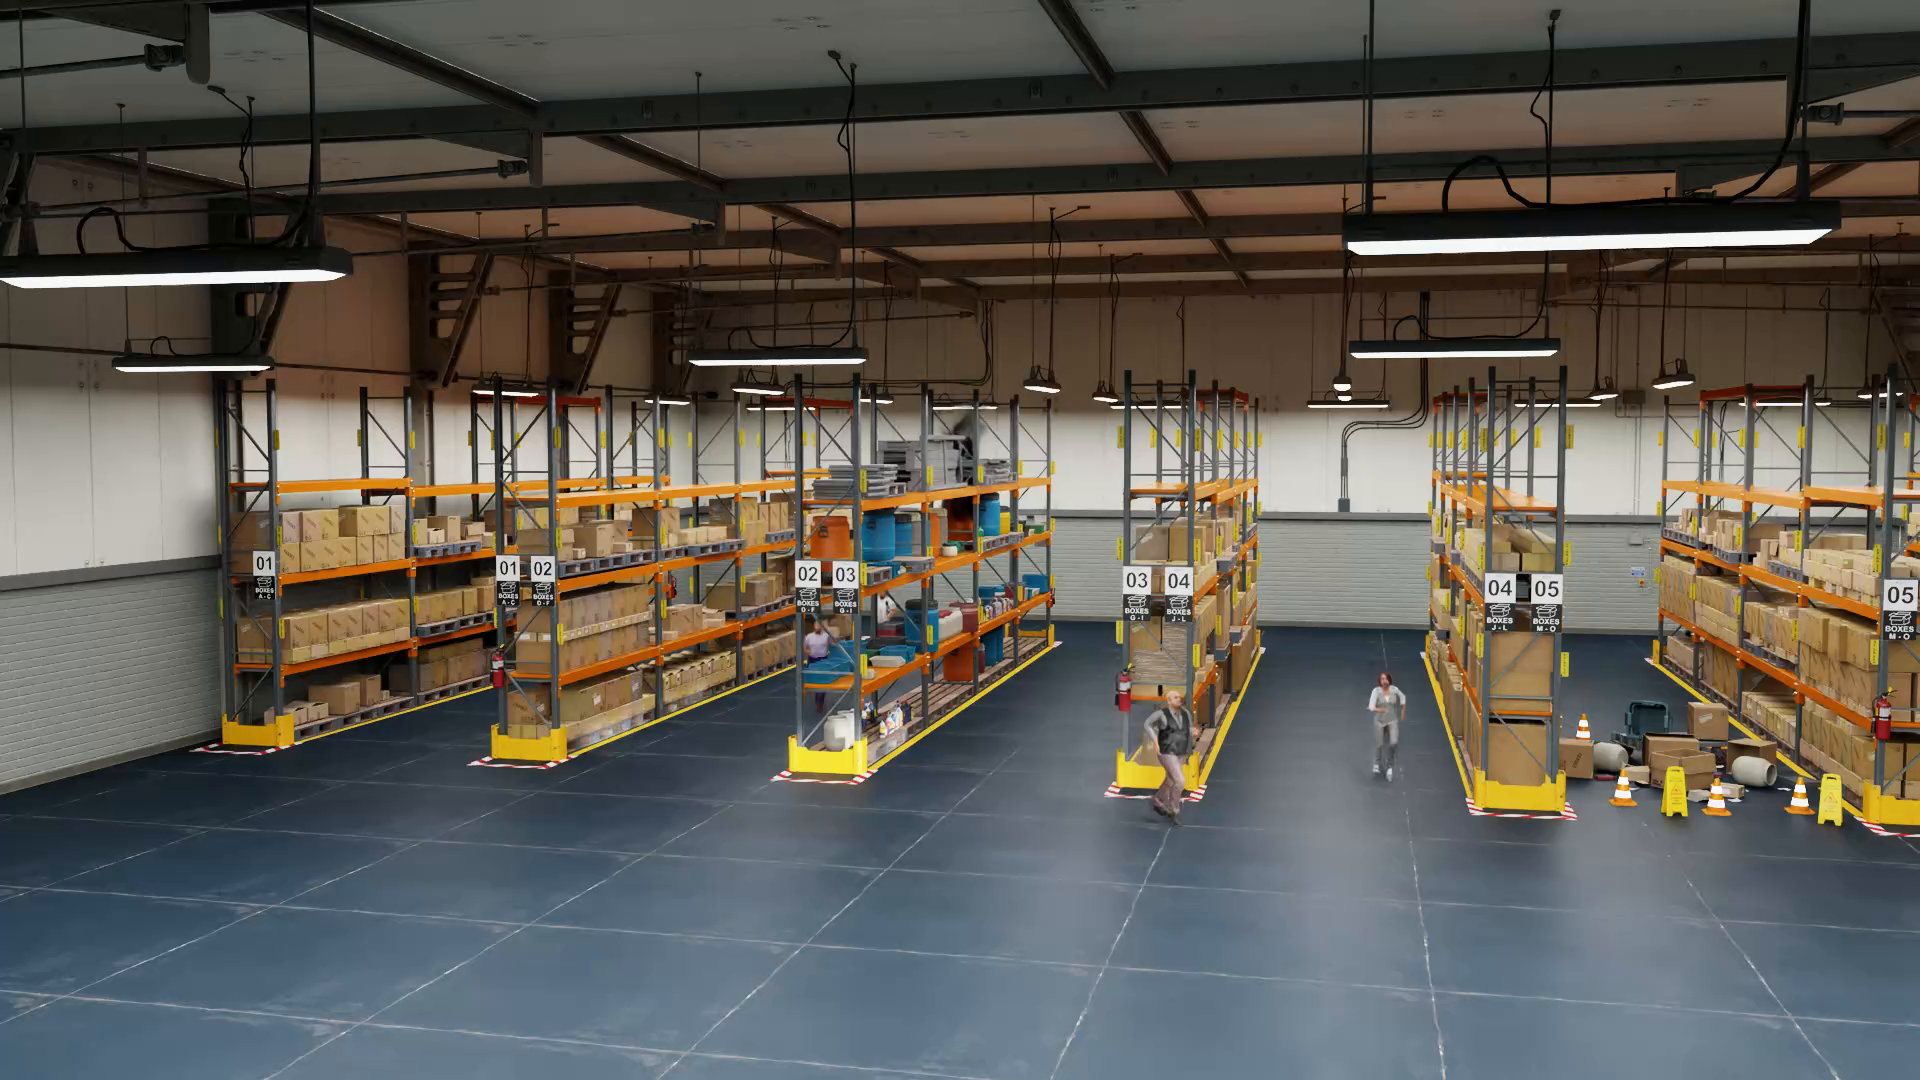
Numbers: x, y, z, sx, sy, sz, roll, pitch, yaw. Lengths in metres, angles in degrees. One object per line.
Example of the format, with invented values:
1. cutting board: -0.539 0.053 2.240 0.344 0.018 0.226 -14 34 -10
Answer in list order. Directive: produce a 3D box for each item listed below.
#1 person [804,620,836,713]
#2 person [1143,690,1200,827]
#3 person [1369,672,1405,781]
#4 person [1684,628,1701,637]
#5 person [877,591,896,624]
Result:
1. person: -2.584 2.273 30.367 0.606 1.643 0.925 0 3 2
2. person: 2.789 2.838 21.768 0.653 1.765 0.783 -2 4 -36
3. person: 6.291 2.730 24.518 0.546 1.592 0.815 1 3 9
4. person: 16.904 1.799 38.281 0.720 1.738 1.036 -2 4 -36
5. person: -1.776 1.893 38.347 0.594 1.622 0.556 0 3 8
